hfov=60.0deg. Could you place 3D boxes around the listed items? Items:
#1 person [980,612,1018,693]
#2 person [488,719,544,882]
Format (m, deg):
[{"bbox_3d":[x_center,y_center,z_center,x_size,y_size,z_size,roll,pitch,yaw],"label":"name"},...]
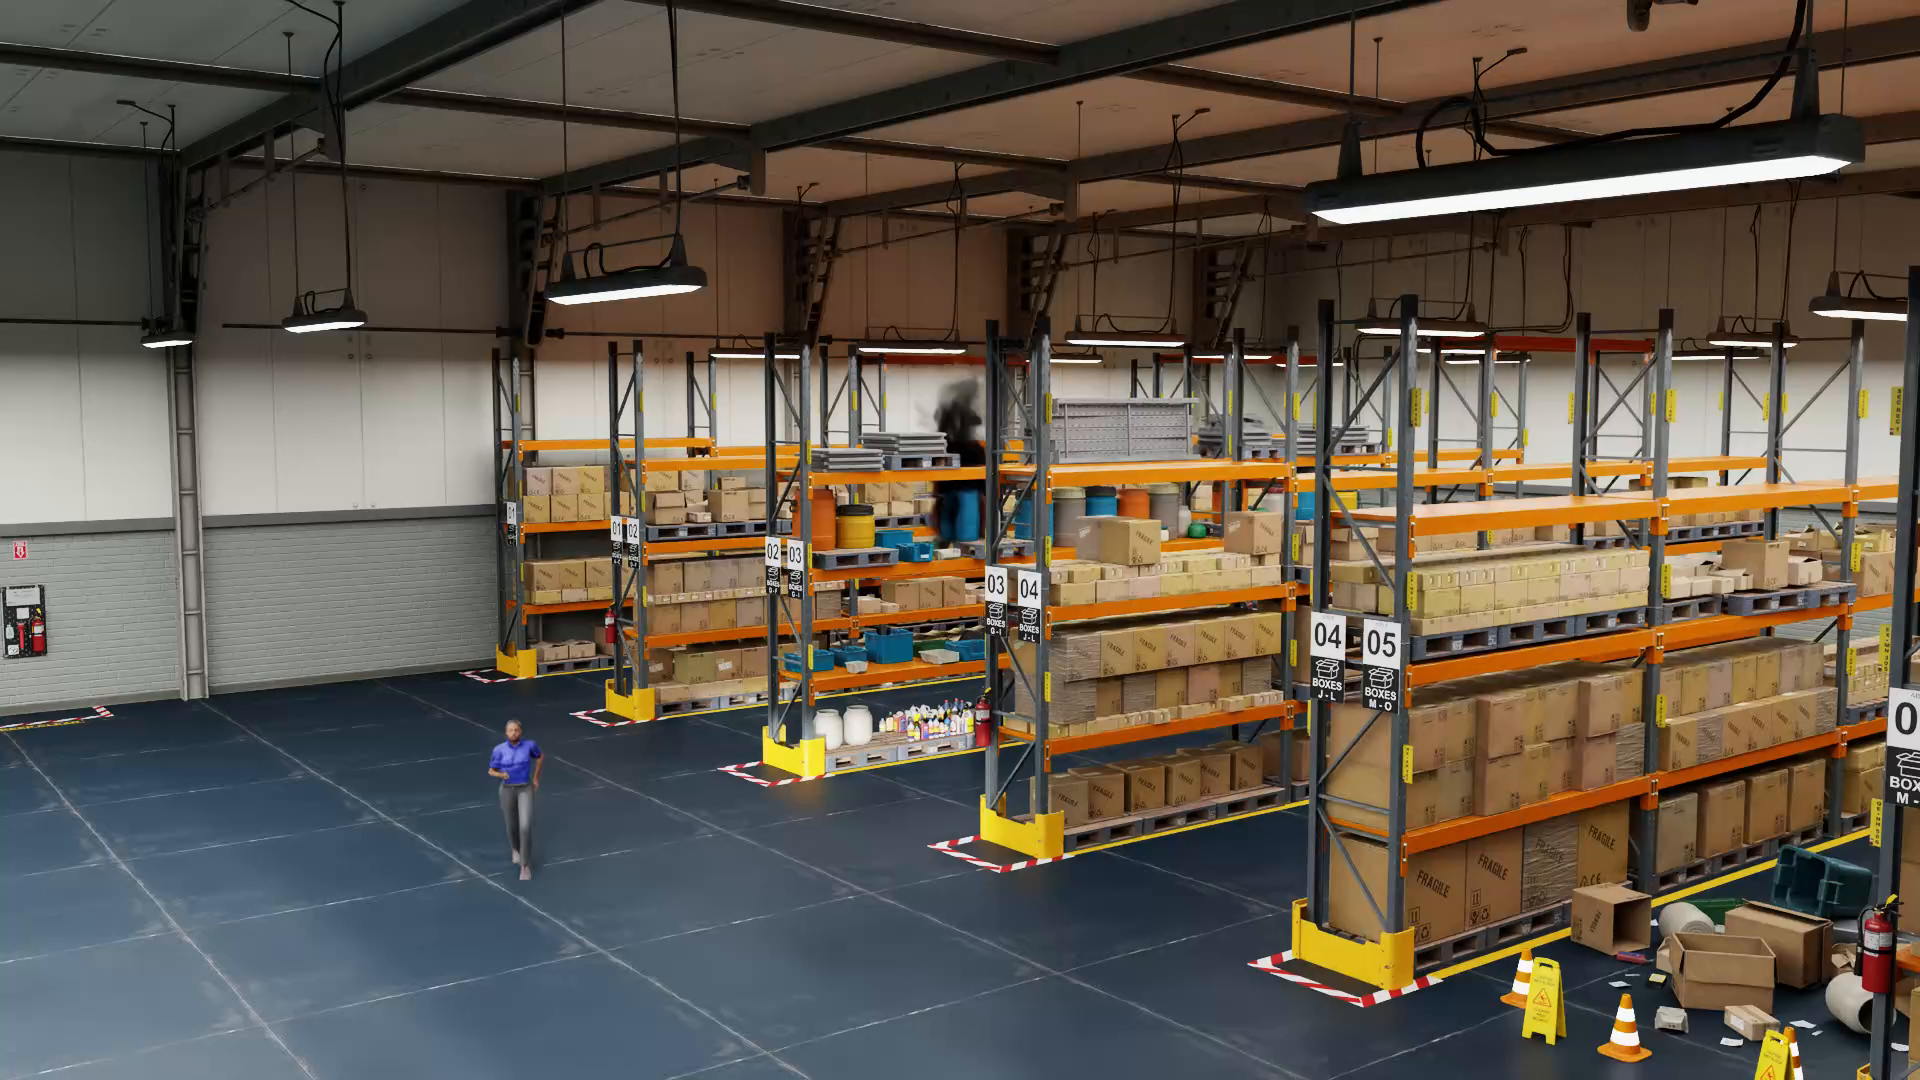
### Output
[{"bbox_3d":[0.630,1.618,27.231,0.865,1.786,0.664,-5,7,-44],"label":"person"},{"bbox_3d":[-4.781,2.770,17.928,0.564,1.716,0.794,-1,5,-11],"label":"person"}]
